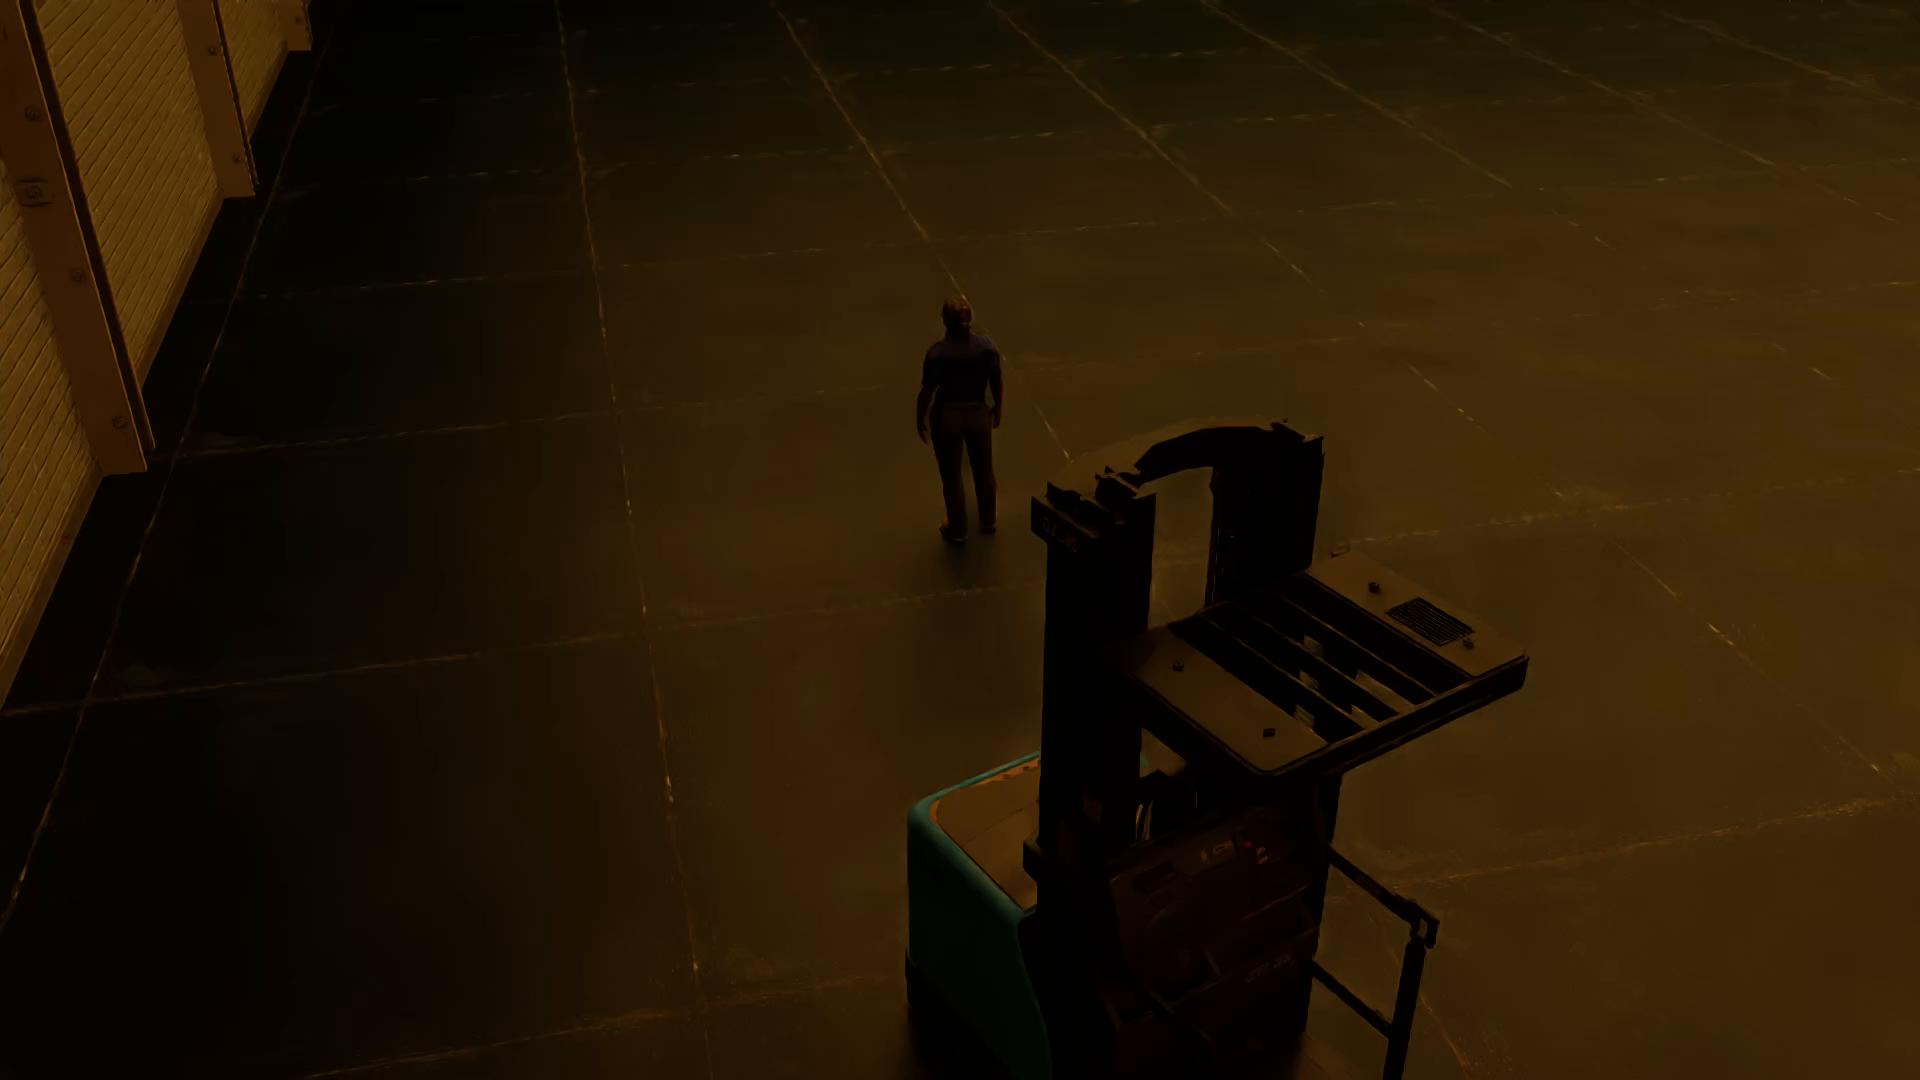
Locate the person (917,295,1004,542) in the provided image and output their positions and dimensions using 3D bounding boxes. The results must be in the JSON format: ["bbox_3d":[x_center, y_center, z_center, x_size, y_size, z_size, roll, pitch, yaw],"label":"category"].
[{"bbox_3d":[-0.001,-0.767,10.160,0.570,1.654,0.503,-7,31,-12],"label":"person"}]

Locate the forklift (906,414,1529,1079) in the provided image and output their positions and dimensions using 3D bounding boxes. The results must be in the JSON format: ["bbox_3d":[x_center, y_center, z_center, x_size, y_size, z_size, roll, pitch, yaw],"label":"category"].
[{"bbox_3d":[1.008,1.185,5.527,1.130,2.935,3.031,-18,35,-29],"label":"forklift"}]
